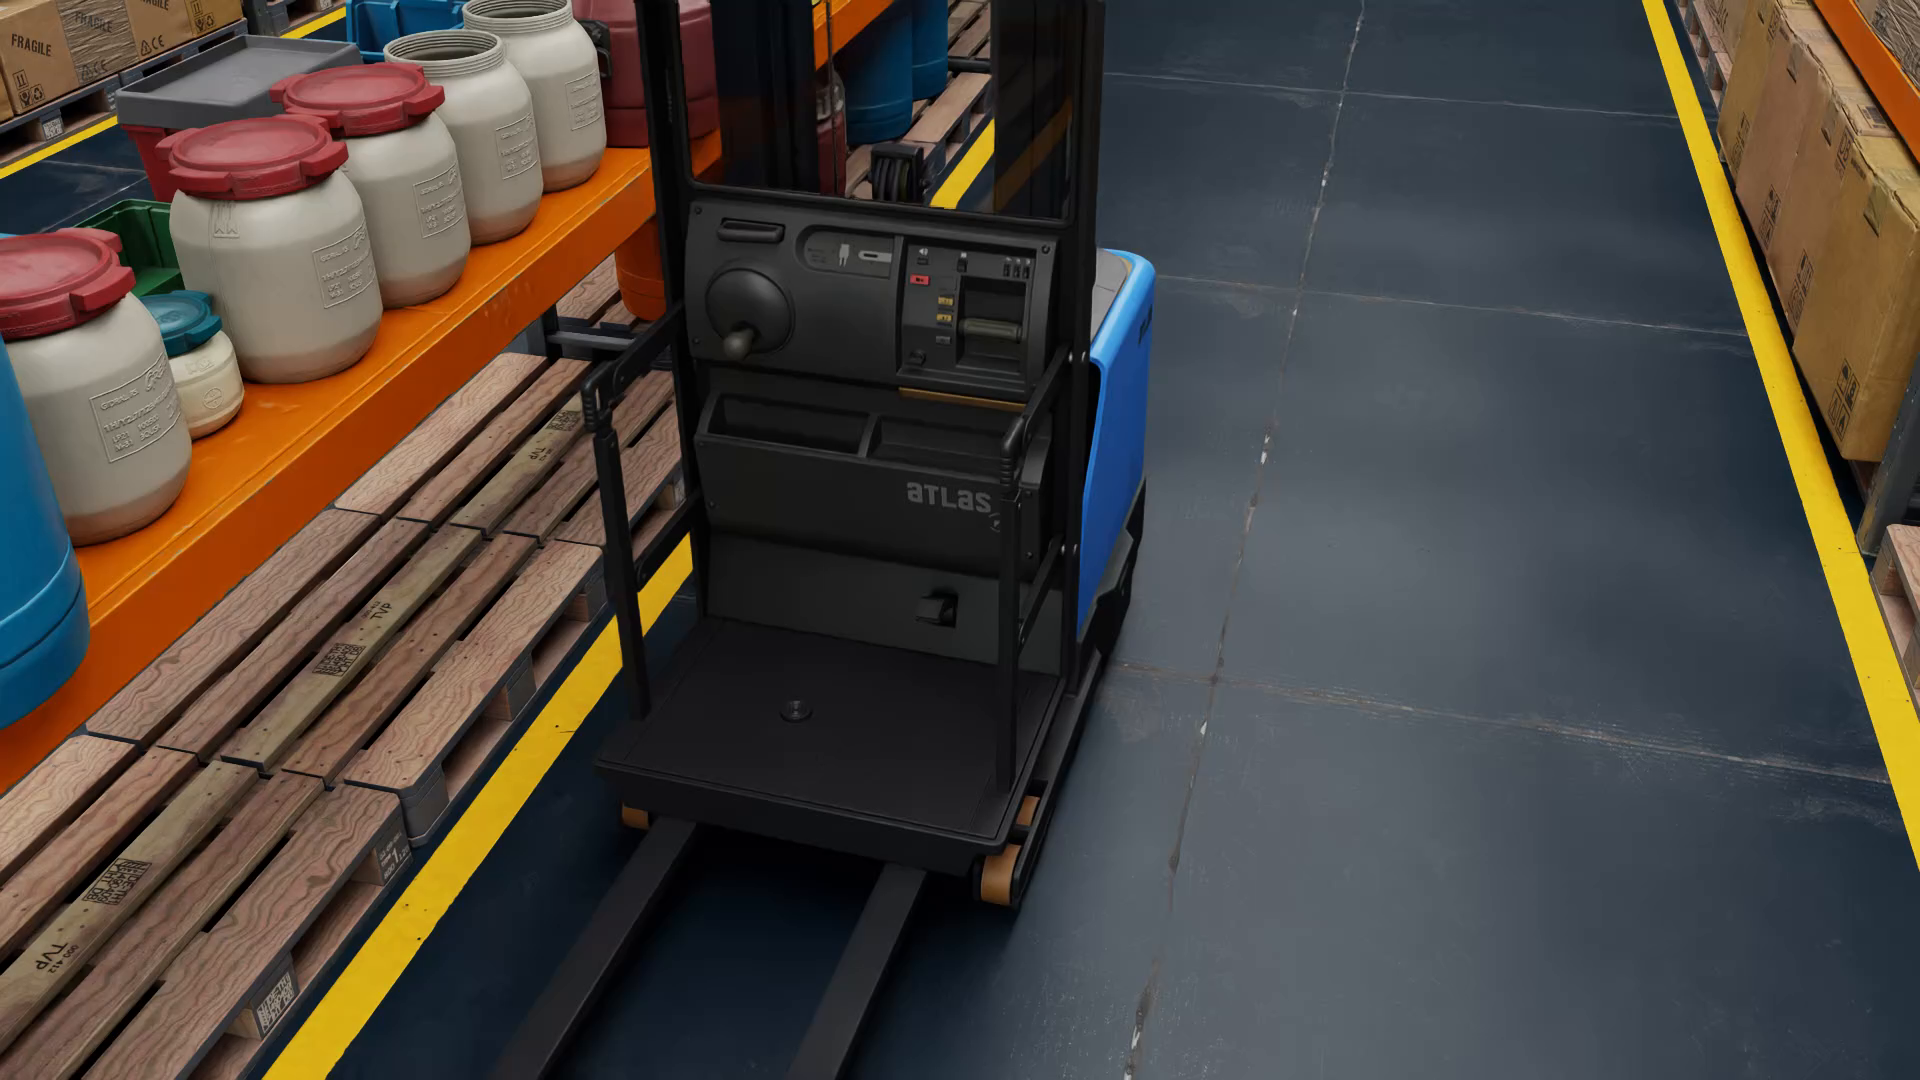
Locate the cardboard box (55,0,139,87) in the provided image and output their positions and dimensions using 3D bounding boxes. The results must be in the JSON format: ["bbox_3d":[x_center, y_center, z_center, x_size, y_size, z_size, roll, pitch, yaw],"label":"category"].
[{"bbox_3d":[-5.110,-2.918,9.464,0.500,0.500,0.500,8,33,13],"label":"cardboard box"}]

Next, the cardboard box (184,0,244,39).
[{"bbox_3d":[-4.849,-3.433,10.274,0.500,0.500,0.500,8,33,12],"label":"cardboard box"}]

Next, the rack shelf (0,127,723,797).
[{"bbox_3d":[-1.733,-0.504,4.418,1.077,0.370,4.000,8,33,12],"label":"rack shelf"}]

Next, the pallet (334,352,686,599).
[{"bbox_3d":[-1.460,-0.272,5.981,1.003,0.211,1.213,8,33,12],"label":"pallet"}]

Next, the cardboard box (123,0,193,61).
[{"bbox_3d":[-4.982,-3.178,9.873,0.500,0.500,0.500,8,33,13],"label":"cardboard box"}]

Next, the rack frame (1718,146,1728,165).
[{"bbox_3d":[4.580,-3.247,8.061,1.000,3.000,0.127,8,33,12],"label":"rack frame"}]

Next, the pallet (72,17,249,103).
[{"bbox_3d":[-5.171,-2.993,10.262,1.003,0.211,1.213,8,33,12],"label":"pallet"}]

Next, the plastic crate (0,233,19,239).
[{"bbox_3d":[-2.262,-0.378,3.563,0.392,0.384,0.575,8,33,12],"label":"plastic crate"}]

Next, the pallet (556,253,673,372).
[{"bbox_3d":[-1.066,-1.084,7.258,1.003,0.211,1.213,8,33,12],"label":"pallet"}]

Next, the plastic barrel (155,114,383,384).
[{"bbox_3d":[-1.600,-0.674,3.888,0.433,0.535,0.433,0,32,0],"label":"plastic barrel"}]

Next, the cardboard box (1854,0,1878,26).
[{"bbox_3d":[3.842,-2.295,6.471,0.500,0.500,0.500,9,33,13],"label":"cardboard box"}]

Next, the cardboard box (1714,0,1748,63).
[{"bbox_3d":[5.054,-3.326,9.775,0.875,0.875,0.875,8,33,12],"label":"cardboard box"}]

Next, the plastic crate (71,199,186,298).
[{"bbox_3d":[-2.072,-0.623,4.131,0.450,0.188,0.662,8,33,12],"label":"plastic crate"}]

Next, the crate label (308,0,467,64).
[{"bbox_3d":[-1.739,-1.382,5.095,0.502,0.435,0.616,8,33,12],"label":"crate label"}]

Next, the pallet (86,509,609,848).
[{"bbox_3d":[-1.771,0.359,4.988,1.003,0.211,1.213,8,33,12],"label":"pallet"}]

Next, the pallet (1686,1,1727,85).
[{"bbox_3d":[5.156,-3.089,10.413,1.003,0.211,1.213,8,33,12],"label":"pallet"}]

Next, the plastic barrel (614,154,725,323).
[{"bbox_3d":[-1.118,-1.363,6.730,0.600,0.830,0.708,8,33,12],"label":"plastic barrel"}]

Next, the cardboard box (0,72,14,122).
[{"bbox_3d":[-5.364,-2.382,8.621,0.500,0.500,0.500,8,33,12],"label":"cardboard box"}]

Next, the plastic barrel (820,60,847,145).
[{"bbox_3d":[-0.775,-2.120,8.217,0.421,0.512,0.421,0,32,0],"label":"plastic barrel"}]

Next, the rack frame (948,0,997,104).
[{"bbox_3d":[-0.211,-3.921,9.122,1.000,3.000,0.127,8,33,12],"label":"rack frame"}]

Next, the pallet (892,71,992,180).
[{"bbox_3d":[-0.447,-2.350,9.249,1.003,0.211,1.213,8,33,12],"label":"pallet"}]

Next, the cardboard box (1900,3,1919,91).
[{"bbox_3d":[3.583,-1.761,5.631,0.500,0.500,0.500,8,33,12],"label":"cardboard box"}]

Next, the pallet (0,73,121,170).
[{"bbox_3d":[-5.478,-2.358,9.263,1.003,0.211,1.213,8,33,12],"label":"pallet"}]

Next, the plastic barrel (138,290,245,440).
[{"bbox_3d":[-1.756,-0.377,3.677,0.301,0.262,0.301,0,32,0],"label":"plastic barrel"}]

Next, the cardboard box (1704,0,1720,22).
[{"bbox_3d":[5.279,-3.788,10.502,0.875,0.875,0.875,8,33,12],"label":"cardboard box"}]

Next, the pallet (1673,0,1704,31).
[{"bbox_3d":[5.468,-3.720,11.405,1.003,0.211,1.213,8,33,12],"label":"pallet"}]

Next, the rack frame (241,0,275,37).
[{"bbox_3d":[-5.001,-4.598,10.186,1.000,3.000,0.127,8,33,12],"label":"rack frame"}]

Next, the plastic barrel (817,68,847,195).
[{"bbox_3d":[-0.831,-1.847,7.716,0.600,0.588,0.708,8,33,12],"label":"plastic barrel"}]

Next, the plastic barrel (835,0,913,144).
[{"bbox_3d":[-0.545,-2.565,8.554,0.600,0.901,0.708,8,33,12],"label":"plastic barrel"}]

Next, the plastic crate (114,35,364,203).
[{"bbox_3d":[-1.932,-1.076,4.586,0.402,0.464,0.583,8,33,12],"label":"plastic crate"}]

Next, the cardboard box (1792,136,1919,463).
[{"bbox_3d":[3.760,-0.807,5.813,1.225,0.875,0.875,7,33,10],"label":"cardboard box"}]

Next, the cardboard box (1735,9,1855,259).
[{"bbox_3d":[4.211,-1.729,7.263,1.225,0.875,0.875,7,33,11],"label":"cardboard box"}]

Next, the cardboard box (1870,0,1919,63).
[{"bbox_3d":[3.712,-2.031,6.056,0.500,0.500,0.500,7,33,11],"label":"cardboard box"}]

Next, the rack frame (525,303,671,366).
[{"bbox_3d":[-1.226,-1.846,5.857,1.000,3.000,0.127,8,33,12],"label":"rack frame"}]

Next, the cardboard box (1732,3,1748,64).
[{"bbox_3d":[4.825,-2.859,9.040,0.875,0.875,0.875,8,33,12],"label":"cardboard box"}]

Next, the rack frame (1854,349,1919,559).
[{"bbox_3d":[3.565,-1.171,4.796,1.000,3.000,0.127,8,33,12],"label":"rack frame"}]

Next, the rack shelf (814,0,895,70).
[{"bbox_3d":[-0.718,-2.580,7.683,1.077,0.370,4.000,8,33,12],"label":"rack shelf"}]

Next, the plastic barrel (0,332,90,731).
[{"bbox_3d":[-1.850,-0.141,2.708,0.600,0.901,0.708,8,33,12],"label":"plastic barrel"}]

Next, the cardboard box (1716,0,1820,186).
[{"bbox_3d":[4.437,-2.193,7.992,1.225,0.875,0.875,8,33,13],"label":"cardboard box"}]

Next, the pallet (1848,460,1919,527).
[{"bbox_3d":[3.838,-0.393,6.172,1.003,0.211,1.213,8,33,12],"label":"pallet"}]

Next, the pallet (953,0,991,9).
[{"bbox_3d":[0.246,-3.766,11.478,1.003,0.211,1.213,8,33,12],"label":"pallet"}]

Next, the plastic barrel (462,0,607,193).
[{"bbox_3d":[-1.280,-1.330,4.942,0.421,0.512,0.421,0,32,0],"label":"plastic barrel"}]

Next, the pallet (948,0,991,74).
[{"bbox_3d":[-0.062,-3.131,10.479,1.003,0.211,1.213,8,33,12],"label":"pallet"}]

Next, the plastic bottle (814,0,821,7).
[{"bbox_3d":[-0.608,-2.280,6.650,0.061,0.283,0.133,8,33,12],"label":"plastic bottle"}]

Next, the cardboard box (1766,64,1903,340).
[{"bbox_3d":[3.994,-1.269,6.539,1.225,0.875,0.875,8,33,13],"label":"cardboard box"}]

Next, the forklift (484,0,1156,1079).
[{"bbox_3d":[-0.287,-0.536,3.861,1.130,2.935,3.031,9,34,14],"label":"forklift"}]

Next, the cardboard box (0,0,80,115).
[{"bbox_3d":[-5.237,-2.654,9.048,0.500,0.500,0.500,7,33,11],"label":"cardboard box"}]

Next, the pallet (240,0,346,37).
[{"bbox_3d":[-4.826,-3.777,11.495,1.003,0.211,1.213,8,33,12],"label":"pallet"}]

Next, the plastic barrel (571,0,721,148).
[{"bbox_3d":[-1.050,-1.621,5.377,0.600,0.536,0.708,8,33,12],"label":"plastic barrel"}]

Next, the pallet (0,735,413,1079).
[{"bbox_3d":[-2.079,0.994,3.989,1.003,0.211,1.213,8,33,12],"label":"pallet"}]

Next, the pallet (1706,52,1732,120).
[{"bbox_3d":[4.849,-2.454,9.414,1.003,0.211,1.213,8,33,12],"label":"pallet"}]

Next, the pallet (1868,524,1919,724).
[{"bbox_3d":[3.365,0.411,4.907,1.003,0.211,1.213,8,33,12],"label":"pallet"}]

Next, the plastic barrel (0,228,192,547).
[{"bbox_3d":[-1.786,-0.294,3.290,0.433,0.535,0.433,0,32,0],"label":"plastic barrel"}]

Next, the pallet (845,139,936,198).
[{"bbox_3d":[-0.754,-1.715,8.250,1.003,0.211,1.213,8,33,12],"label":"pallet"}]

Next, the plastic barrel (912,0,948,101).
[{"bbox_3d":[-0.365,-2.933,9.132,0.600,0.901,0.708,8,33,12],"label":"plastic barrel"}]

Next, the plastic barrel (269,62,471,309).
[{"bbox_3d":[-1.490,-0.899,4.242,0.433,0.535,0.433,0,32,0],"label":"plastic barrel"}]

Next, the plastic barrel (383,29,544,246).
[{"bbox_3d":[-1.387,-1.111,4.598,0.421,0.512,0.421,0,32,0],"label":"plastic barrel"}]
